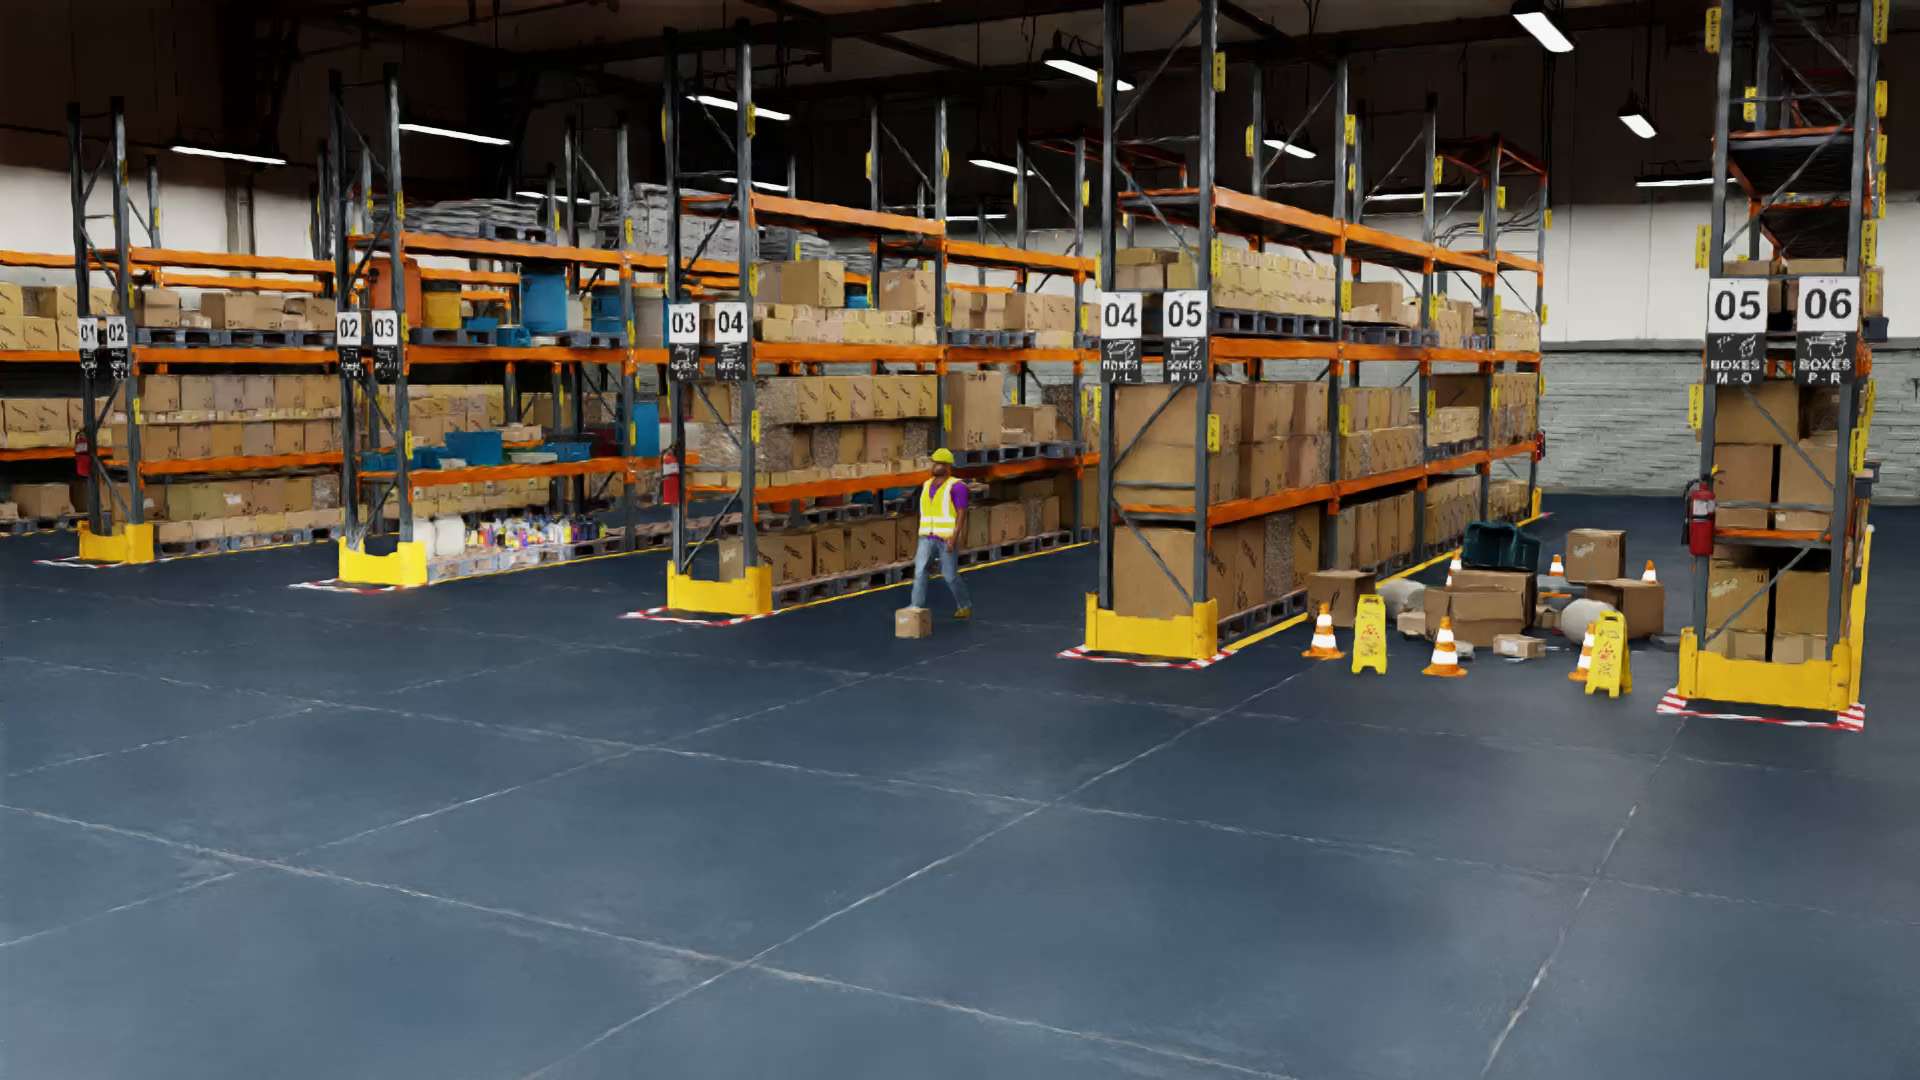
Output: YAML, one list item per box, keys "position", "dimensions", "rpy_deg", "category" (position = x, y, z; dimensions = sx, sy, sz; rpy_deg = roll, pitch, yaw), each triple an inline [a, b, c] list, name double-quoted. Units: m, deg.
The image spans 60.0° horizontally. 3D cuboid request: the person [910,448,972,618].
- position: [-0.230, -0.023, 16.333]
  dimensions: [0.570, 1.738, 0.908]
  rpy_deg: [3, 7, 30]
  category: "person"
